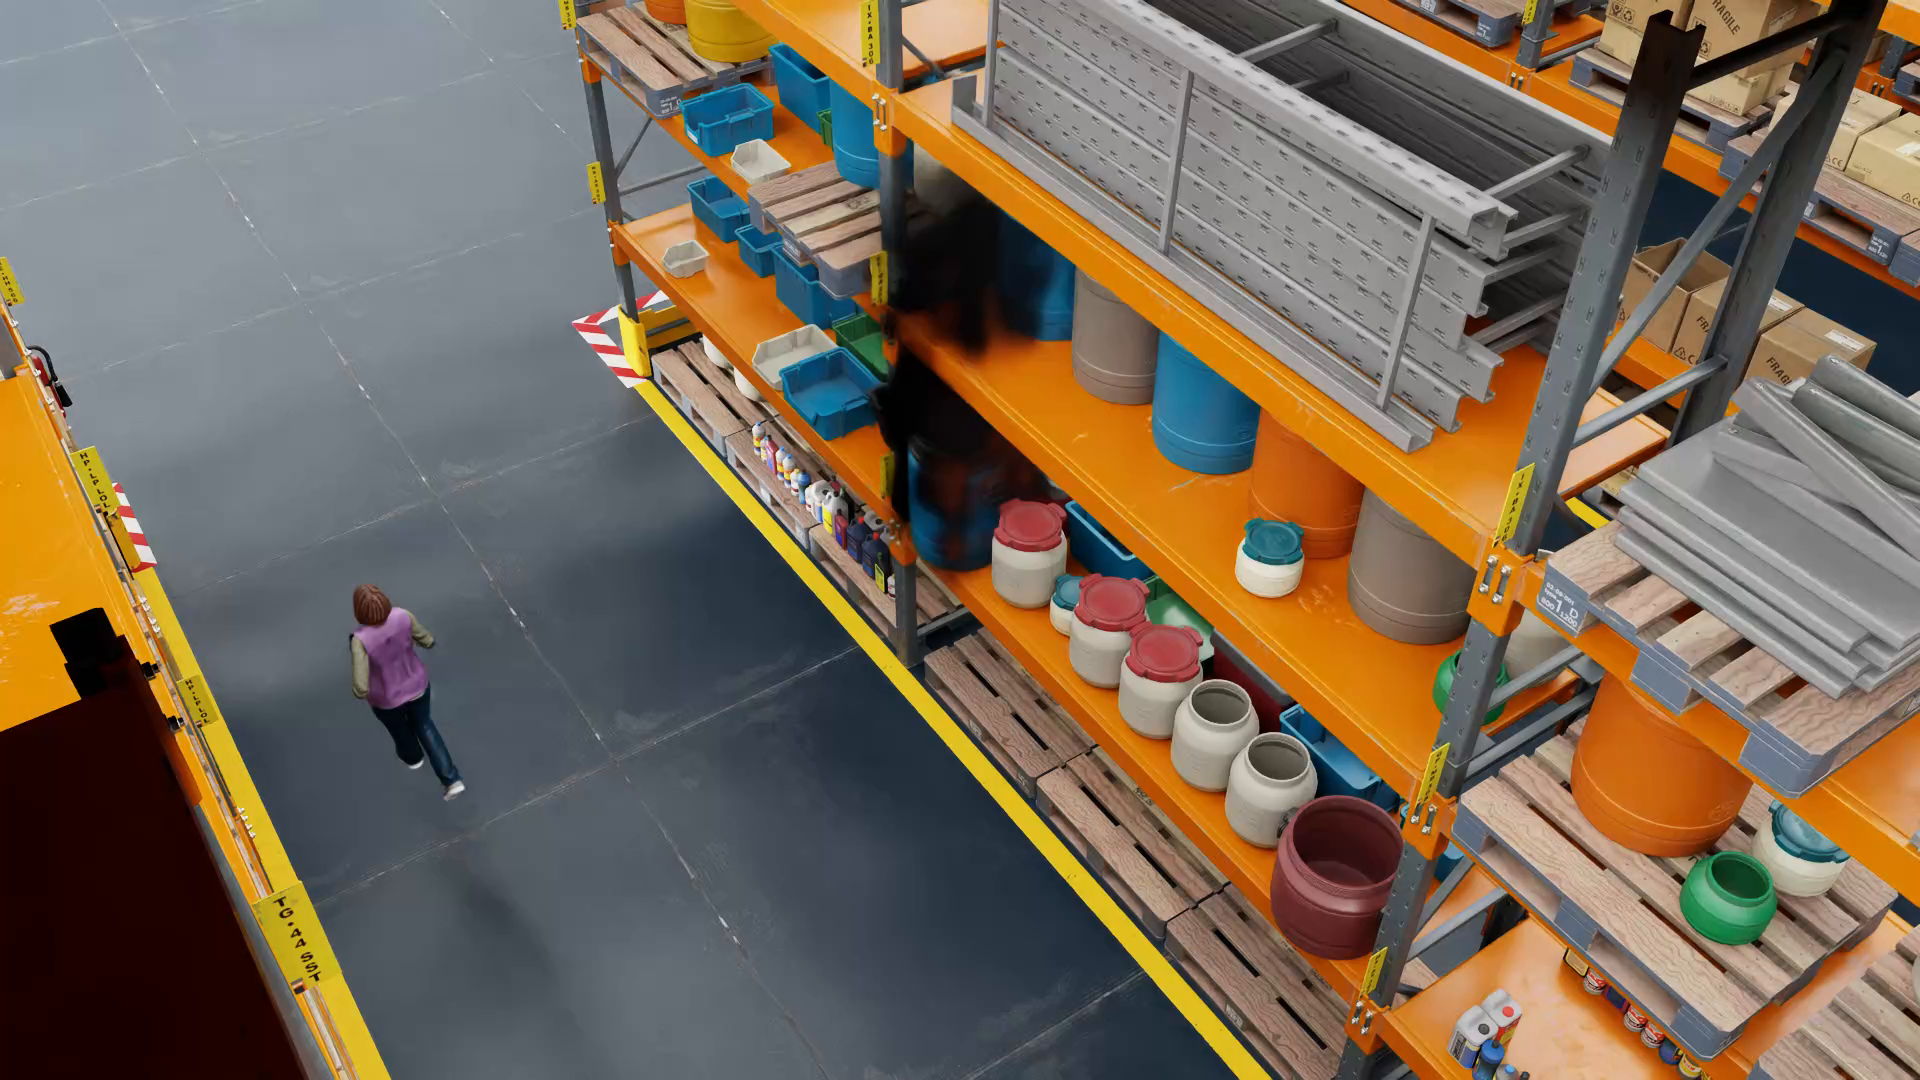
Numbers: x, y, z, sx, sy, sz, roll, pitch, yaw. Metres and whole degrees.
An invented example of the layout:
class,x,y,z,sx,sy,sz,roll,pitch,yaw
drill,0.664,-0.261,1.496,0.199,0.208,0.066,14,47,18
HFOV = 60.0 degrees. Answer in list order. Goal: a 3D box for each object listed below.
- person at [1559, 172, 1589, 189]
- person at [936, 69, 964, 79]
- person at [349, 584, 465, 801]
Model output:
class,x,y,z,sx,sy,sz,roll,pitch,yaw
person,5.001,-3.013,13.844,0.617,1.731,0.695,-22,47,-22
person,-0.295,-4.834,15.773,0.726,1.717,0.690,-5,43,-5
person,-3.131,0.832,9.252,0.539,1.599,0.723,-31,51,-29
